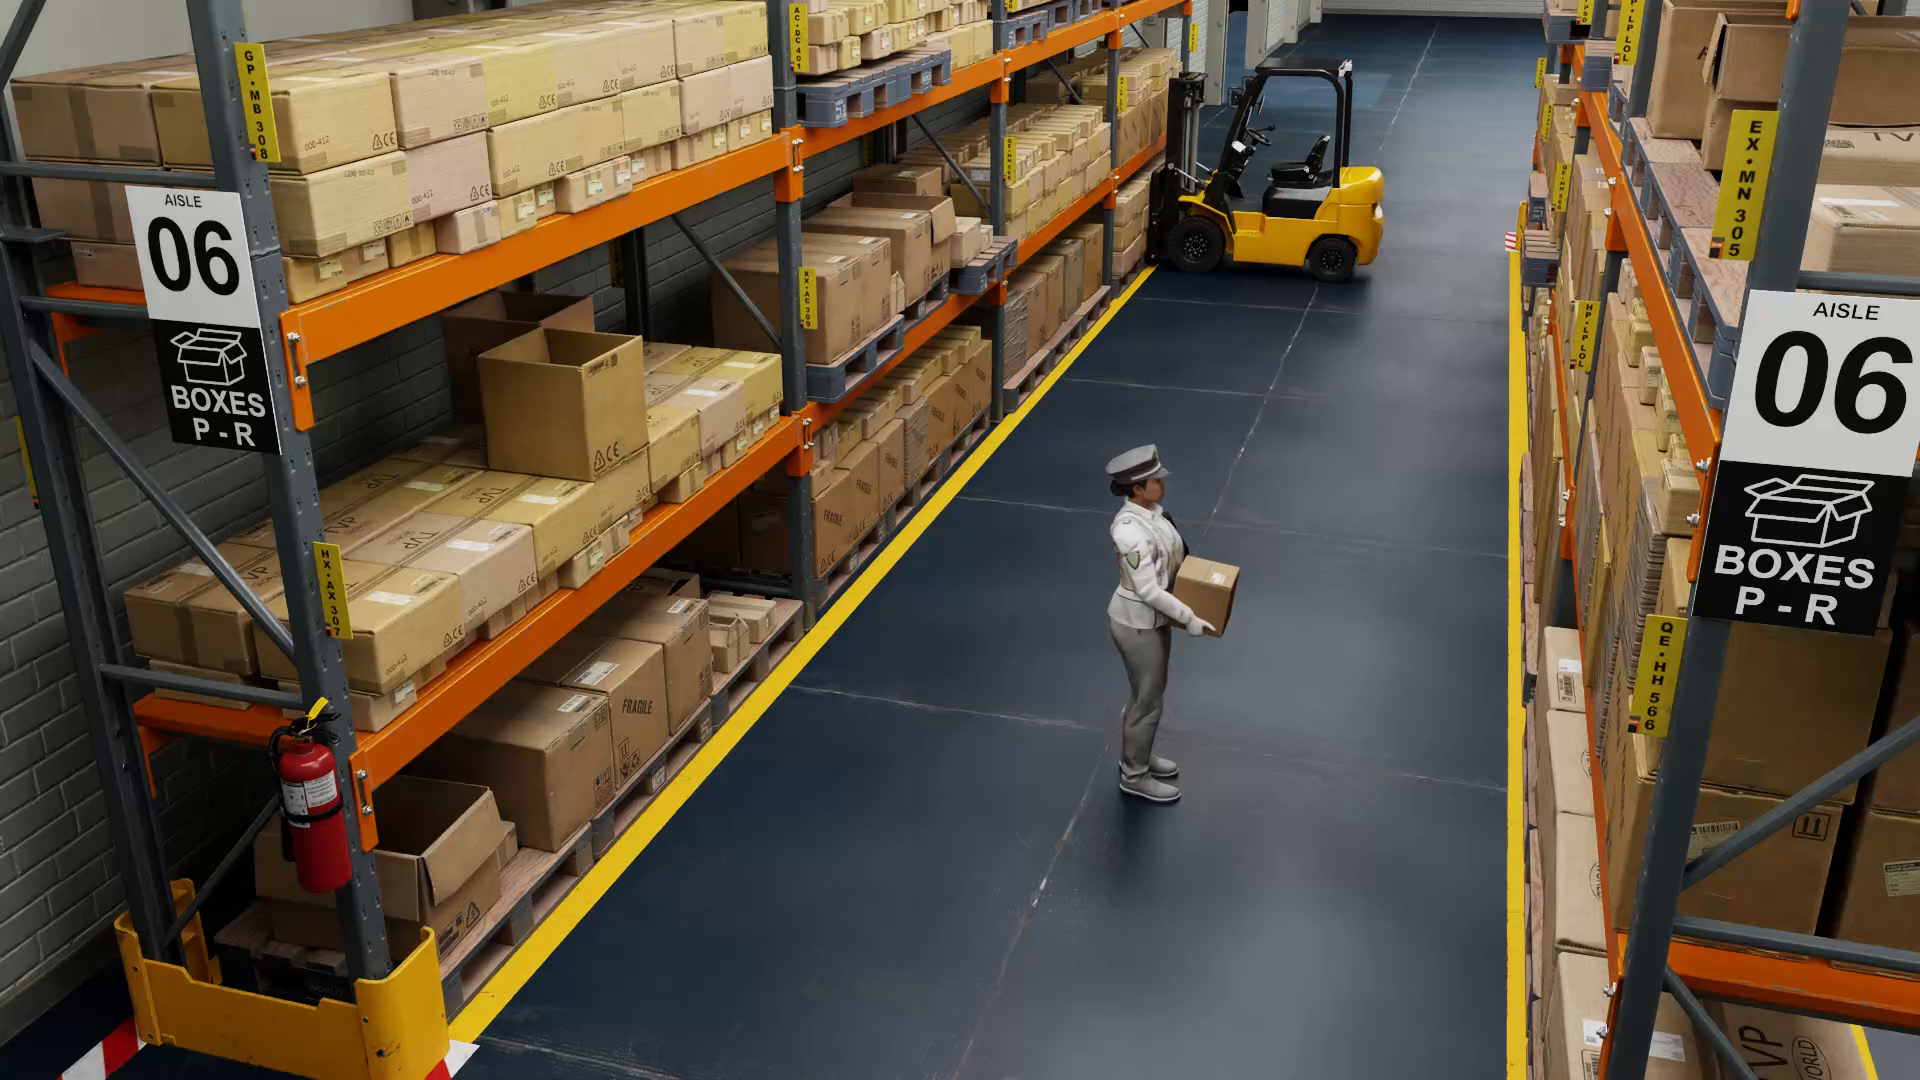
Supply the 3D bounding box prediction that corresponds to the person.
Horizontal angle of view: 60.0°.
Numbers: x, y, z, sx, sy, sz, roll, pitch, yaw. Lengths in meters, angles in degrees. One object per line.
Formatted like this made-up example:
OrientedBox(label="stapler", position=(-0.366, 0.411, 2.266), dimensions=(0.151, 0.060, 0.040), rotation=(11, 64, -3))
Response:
OrientedBox(label="person", position=(0.858, 0.375, 7.638), dimensions=(0.433, 1.687, 0.355), rotation=(7, 23, 17))
